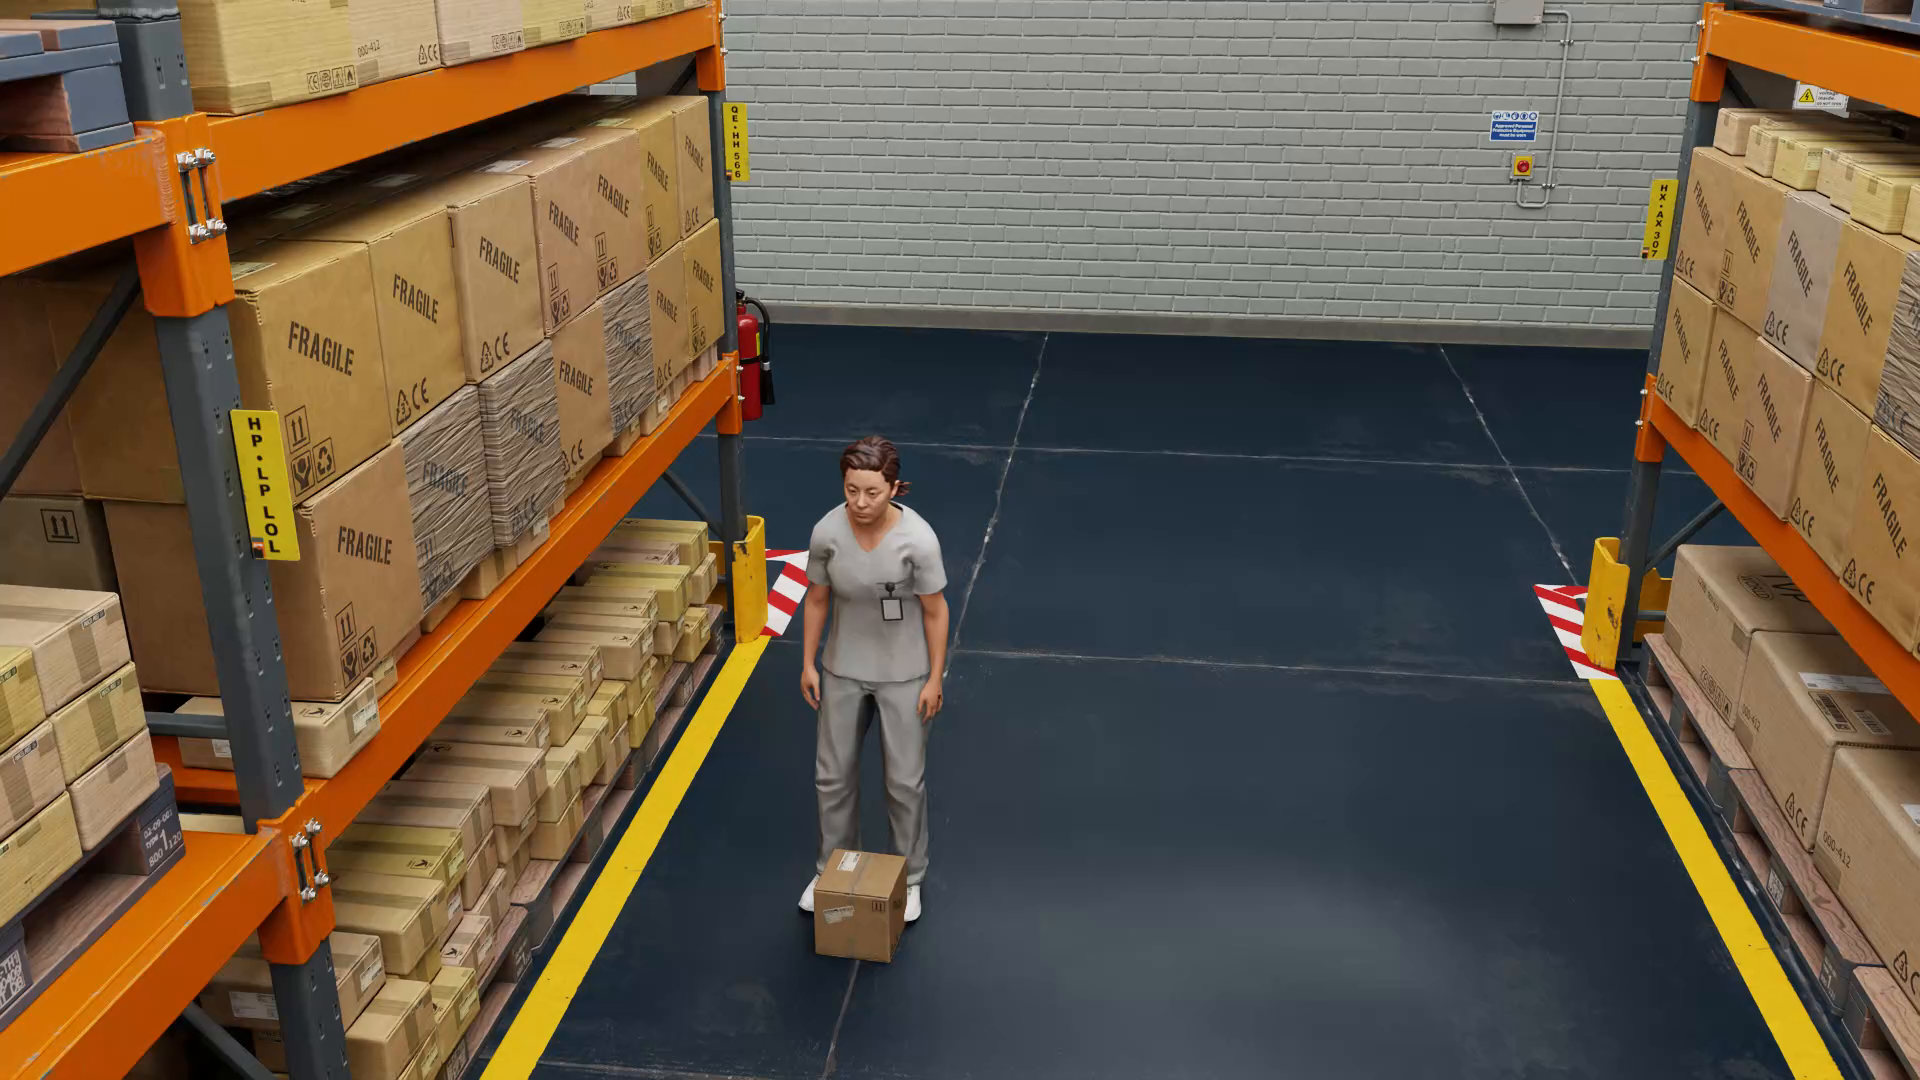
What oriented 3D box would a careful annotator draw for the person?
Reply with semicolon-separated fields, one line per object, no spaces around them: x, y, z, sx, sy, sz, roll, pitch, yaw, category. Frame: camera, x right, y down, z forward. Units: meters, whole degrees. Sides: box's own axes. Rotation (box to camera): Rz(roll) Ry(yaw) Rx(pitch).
-0.280;0.448;5.431;0.487;1.673;0.356;5;22;12;person
